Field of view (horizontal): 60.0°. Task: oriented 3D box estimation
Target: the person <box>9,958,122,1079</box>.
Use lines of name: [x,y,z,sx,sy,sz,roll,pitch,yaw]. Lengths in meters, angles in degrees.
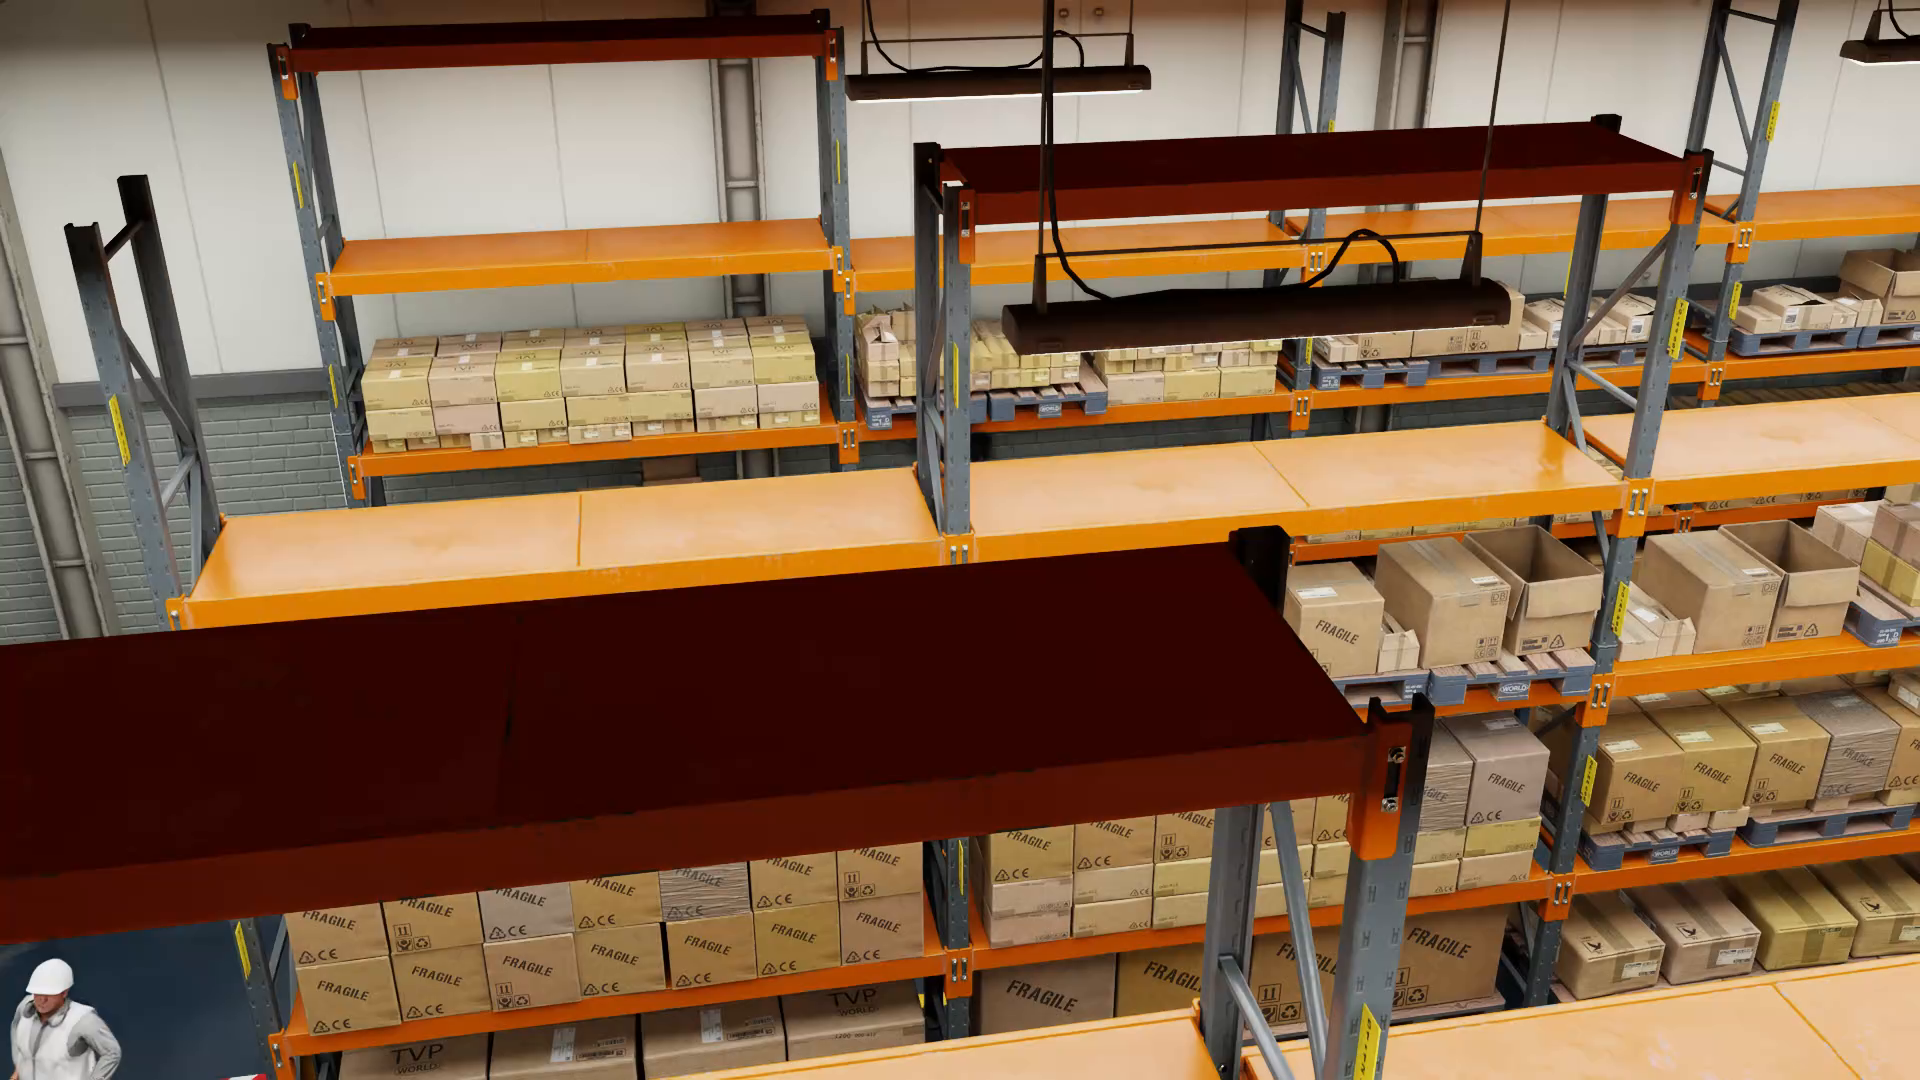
person: [-5.240,3.188,9.763,0.711,1.712,0.666,7,27,13]
